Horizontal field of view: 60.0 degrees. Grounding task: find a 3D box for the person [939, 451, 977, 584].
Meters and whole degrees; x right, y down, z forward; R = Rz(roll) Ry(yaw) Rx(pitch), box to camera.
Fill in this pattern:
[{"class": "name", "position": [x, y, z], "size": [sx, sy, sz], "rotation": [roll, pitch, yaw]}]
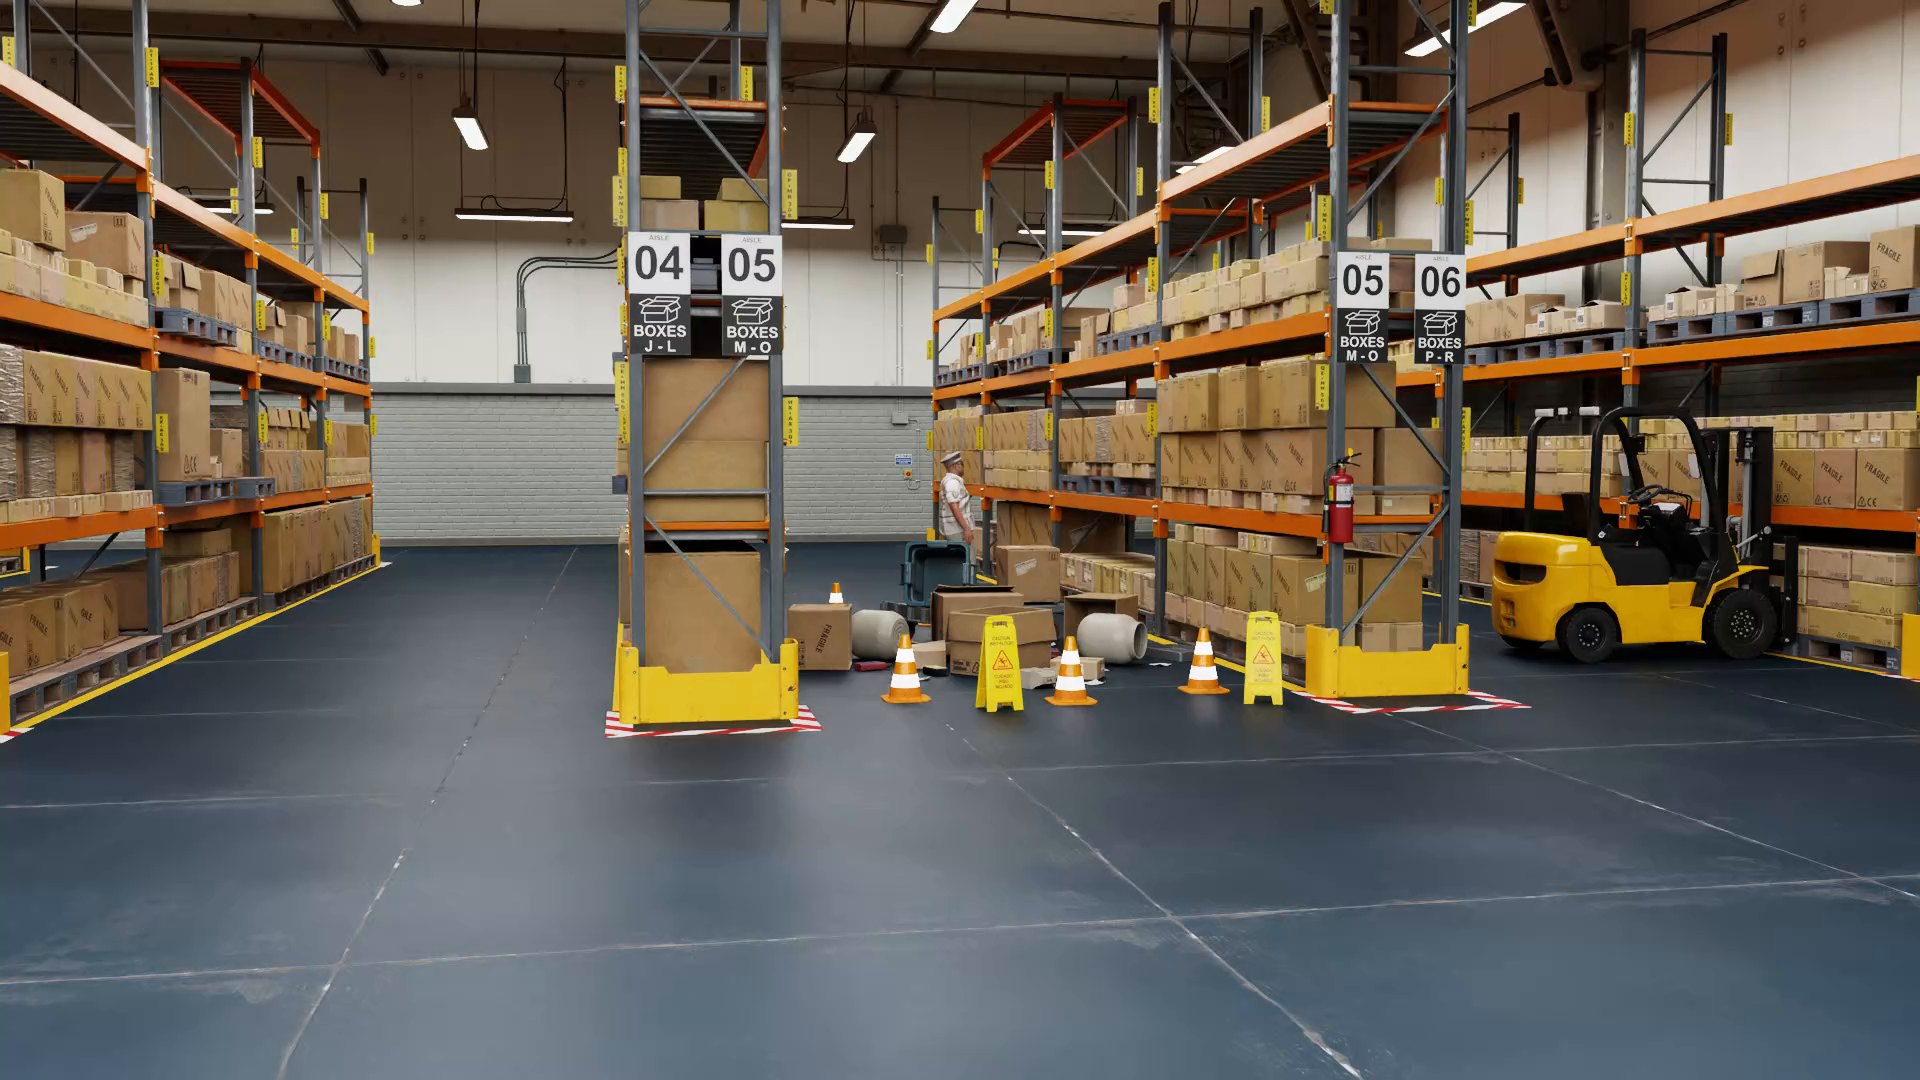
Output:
[{"class": "person", "position": [0.062, -0.090, 18.292], "size": [0.574, 1.780, 0.640], "rotation": [-1, 3, -11]}]
